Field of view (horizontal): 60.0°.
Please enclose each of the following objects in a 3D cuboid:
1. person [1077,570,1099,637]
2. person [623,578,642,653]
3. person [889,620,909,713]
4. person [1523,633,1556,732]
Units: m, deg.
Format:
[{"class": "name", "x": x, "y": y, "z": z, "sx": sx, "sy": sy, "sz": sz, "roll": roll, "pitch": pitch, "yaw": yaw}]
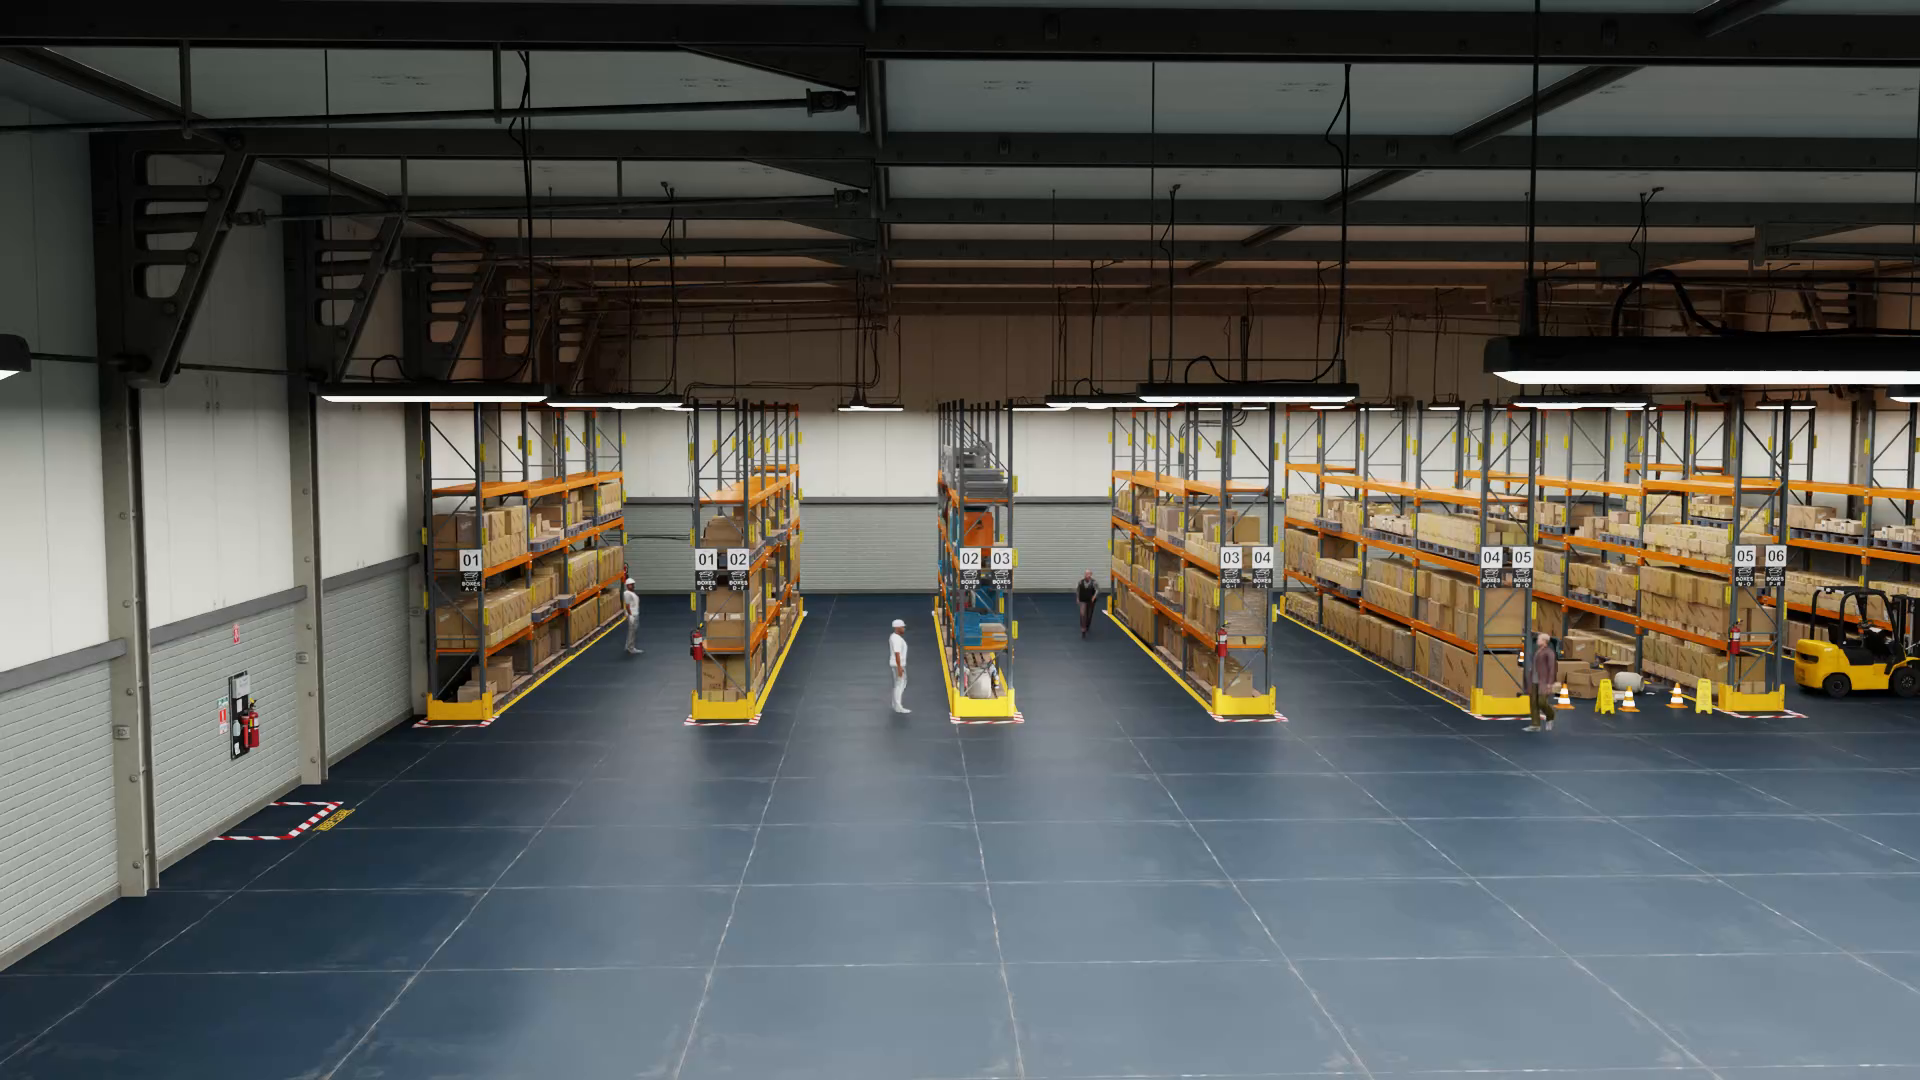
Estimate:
[{"class": "person", "x": 3.318, "y": 1.623, "z": 43.067, "sx": 0.575, "sy": 1.702, "sz": 0.992, "roll": 0, "pitch": 4, "yaw": 2}, {"class": "person", "x": -7.830, "y": 1.813, "z": 39.734, "sx": 0.419, "sy": 1.798, "sz": 0.586, "roll": -1, "pitch": 4, "yaw": -13}, {"class": "person", "x": -1.167, "y": 2.450, "z": 31.968, "sx": 0.381, "sy": 1.841, "sz": 0.634, "roll": 0, "pitch": 4, "yaw": -3}, {"class": "person", "x": 10.445, "y": 2.555, "z": 29.819, "sx": 0.579, "sy": 1.771, "sz": 0.558, "roll": -4, "pitch": 6, "yaw": -41}]
